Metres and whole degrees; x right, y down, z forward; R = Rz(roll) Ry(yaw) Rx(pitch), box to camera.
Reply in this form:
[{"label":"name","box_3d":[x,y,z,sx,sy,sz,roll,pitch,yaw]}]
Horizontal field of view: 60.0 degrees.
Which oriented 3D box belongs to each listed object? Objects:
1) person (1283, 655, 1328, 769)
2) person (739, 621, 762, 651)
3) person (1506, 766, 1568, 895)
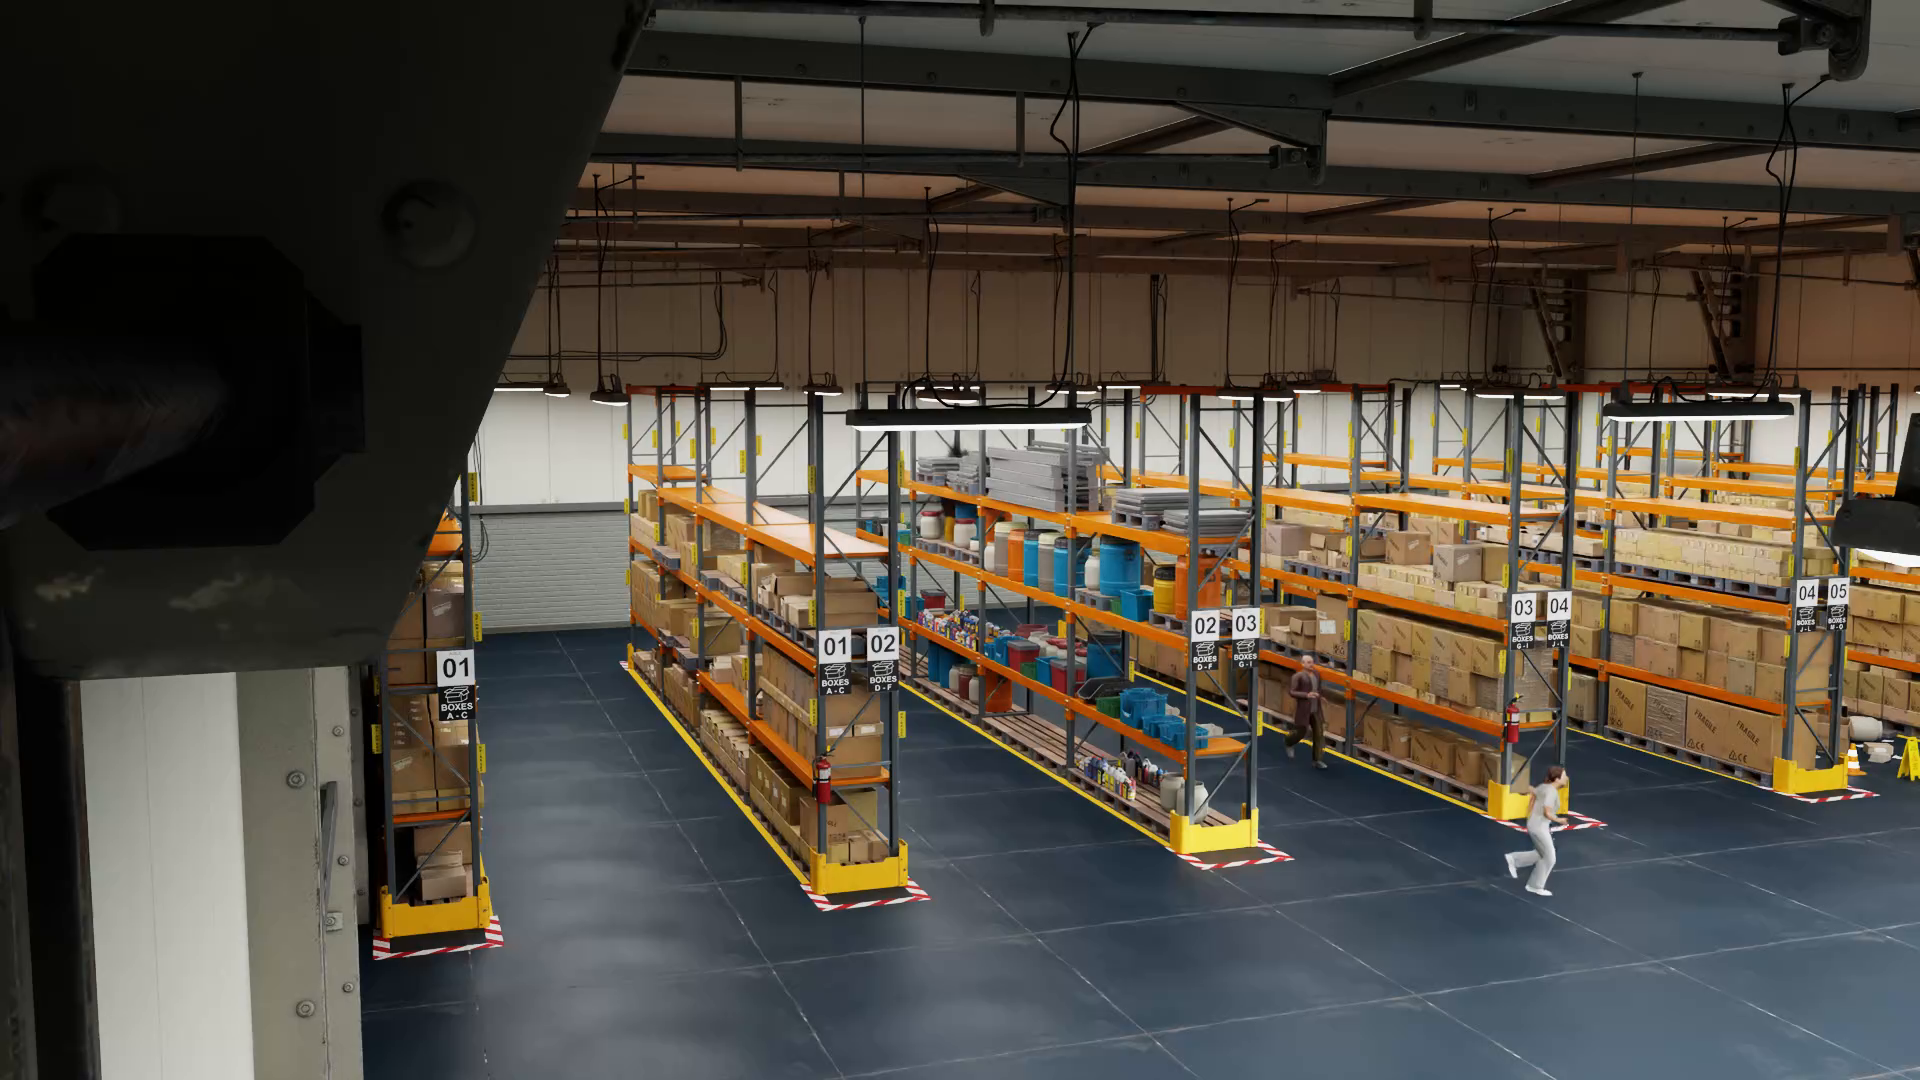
[{"label":"person","box_3d":[5.543,2.709,26.515,0.716,1.755,1.011,-2,6,-23]},{"label":"person","box_3d":[-4.462,1.841,35.131,0.657,1.791,0.712,-3,7,-28]},{"label":"person","box_3d":[6.938,3.495,19.989,0.697,1.622,0.552,2,6,16]}]
